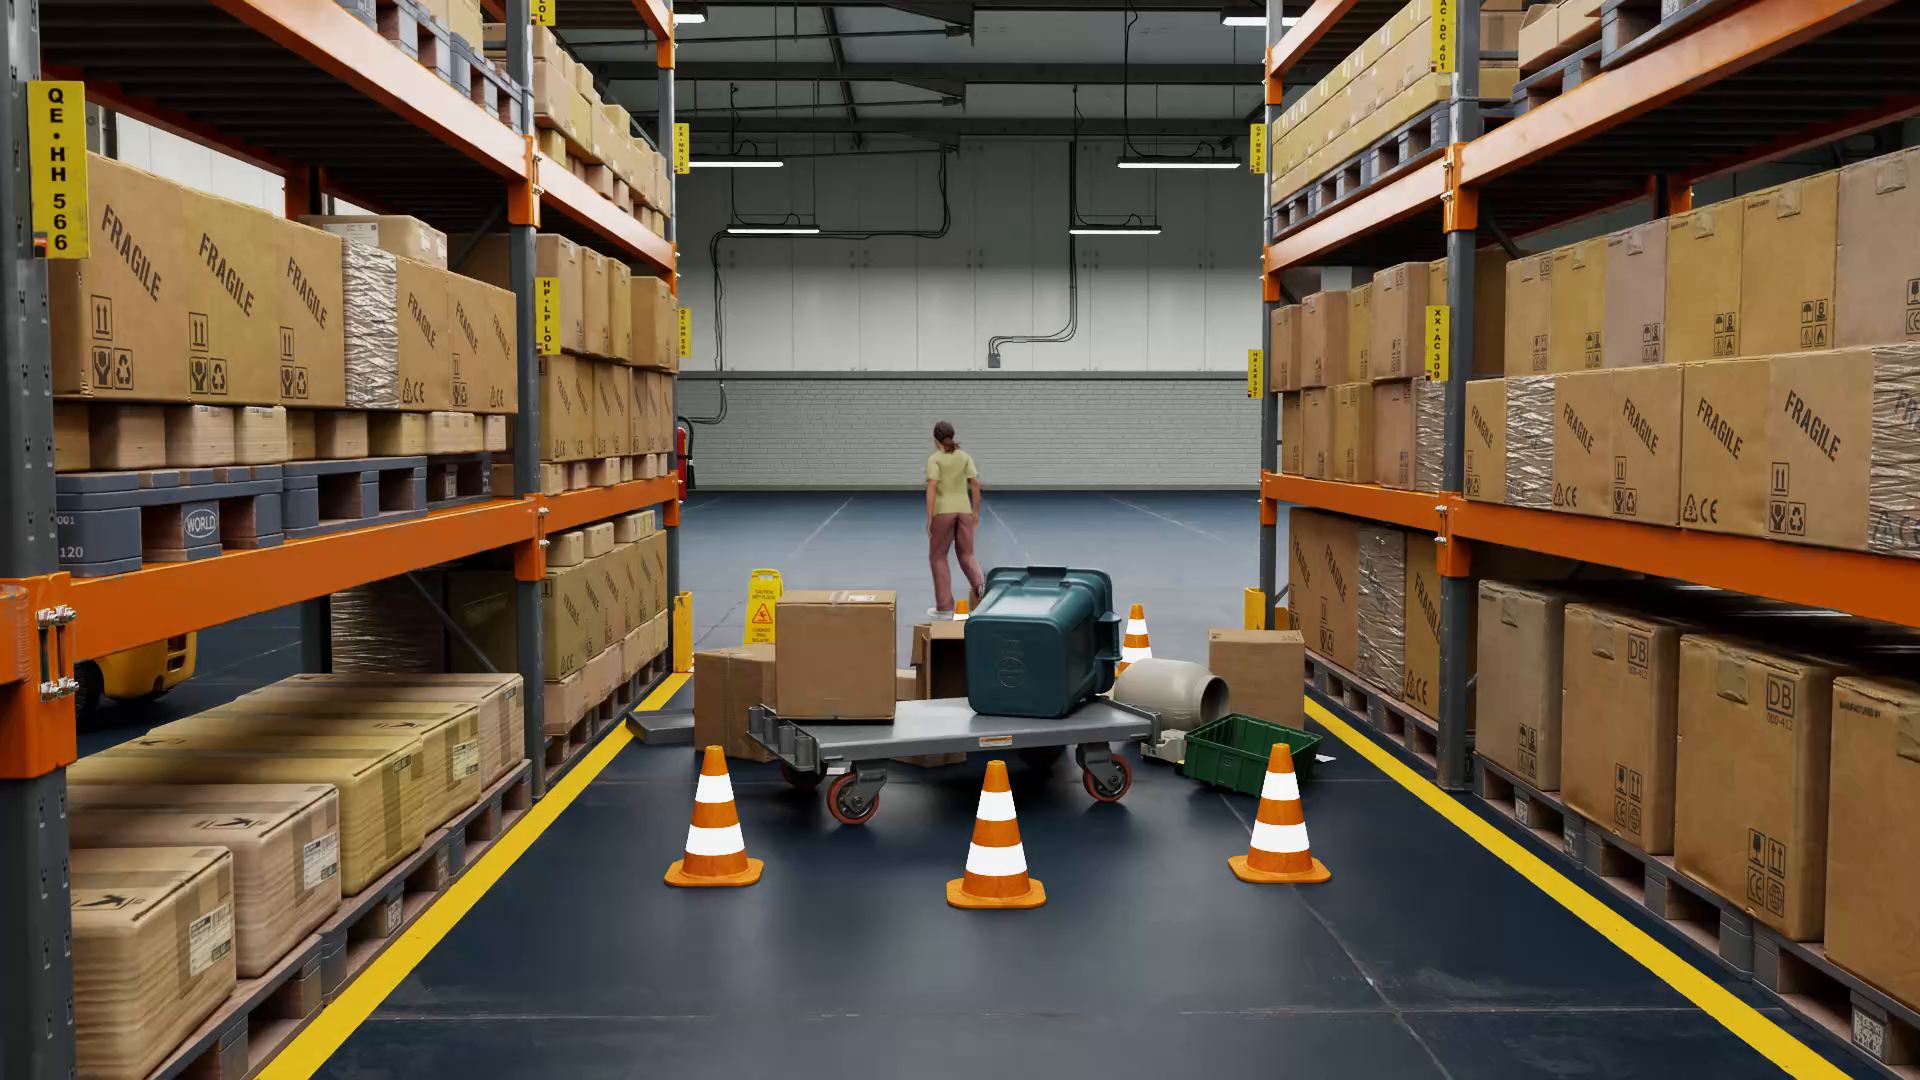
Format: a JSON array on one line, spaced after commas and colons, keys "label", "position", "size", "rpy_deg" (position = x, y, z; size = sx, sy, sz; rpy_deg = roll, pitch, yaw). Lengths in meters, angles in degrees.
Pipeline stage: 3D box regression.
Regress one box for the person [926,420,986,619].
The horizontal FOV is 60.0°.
[{"label": "person", "position": [-0.012, -0.161, 13.756], "size": [0.502, 1.654, 0.644], "rpy_deg": [-2, 4, -26]}]
